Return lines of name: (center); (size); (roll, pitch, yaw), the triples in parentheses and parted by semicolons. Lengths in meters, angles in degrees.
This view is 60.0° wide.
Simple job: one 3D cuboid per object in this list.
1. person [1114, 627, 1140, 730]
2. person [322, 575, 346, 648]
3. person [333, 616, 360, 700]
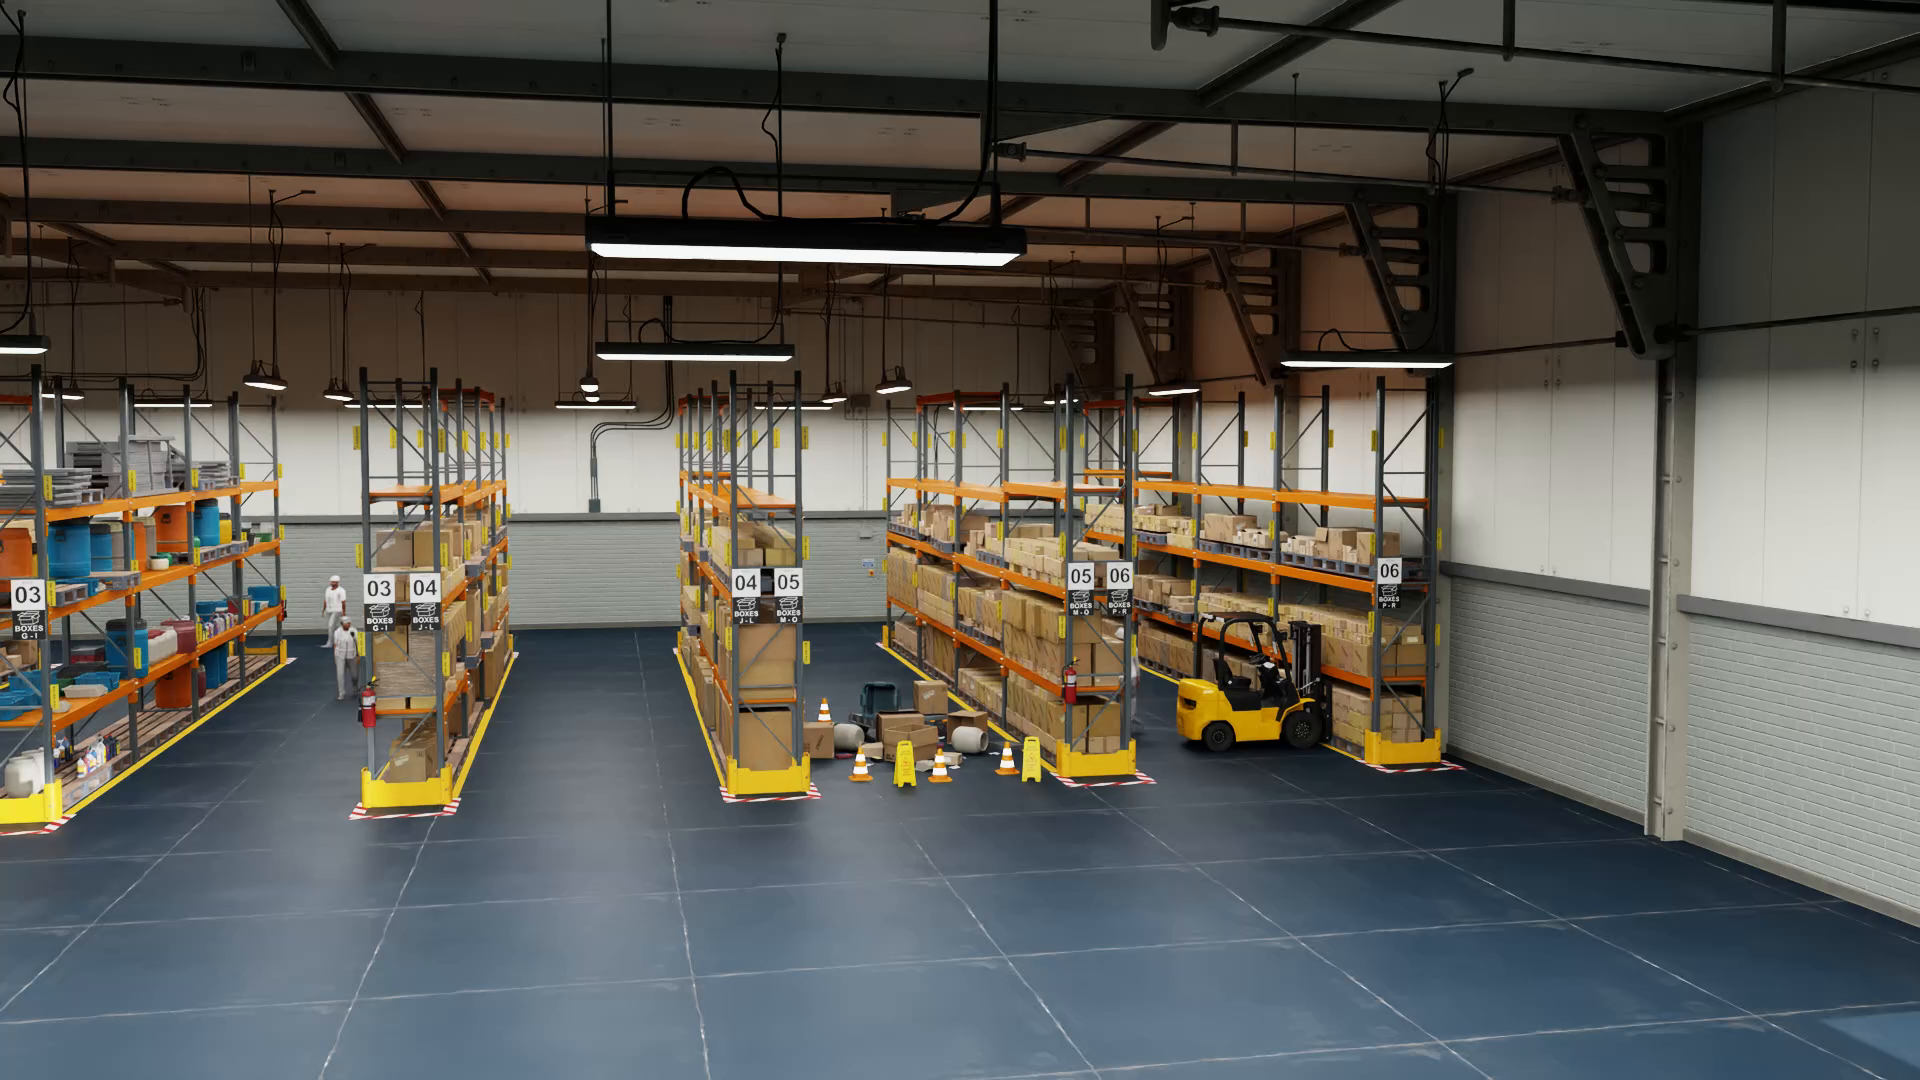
person: (2.836, 2.396, 28.835); (0.571, 1.763, 0.479); (0, 3, -4)
person: (-15.214, 1.725, 40.459); (0.637, 1.745, 0.877); (1, 4, 22)
person: (-11.909, 2.257, 32.305); (0.484, 1.600, 0.883); (-1, 4, -17)
